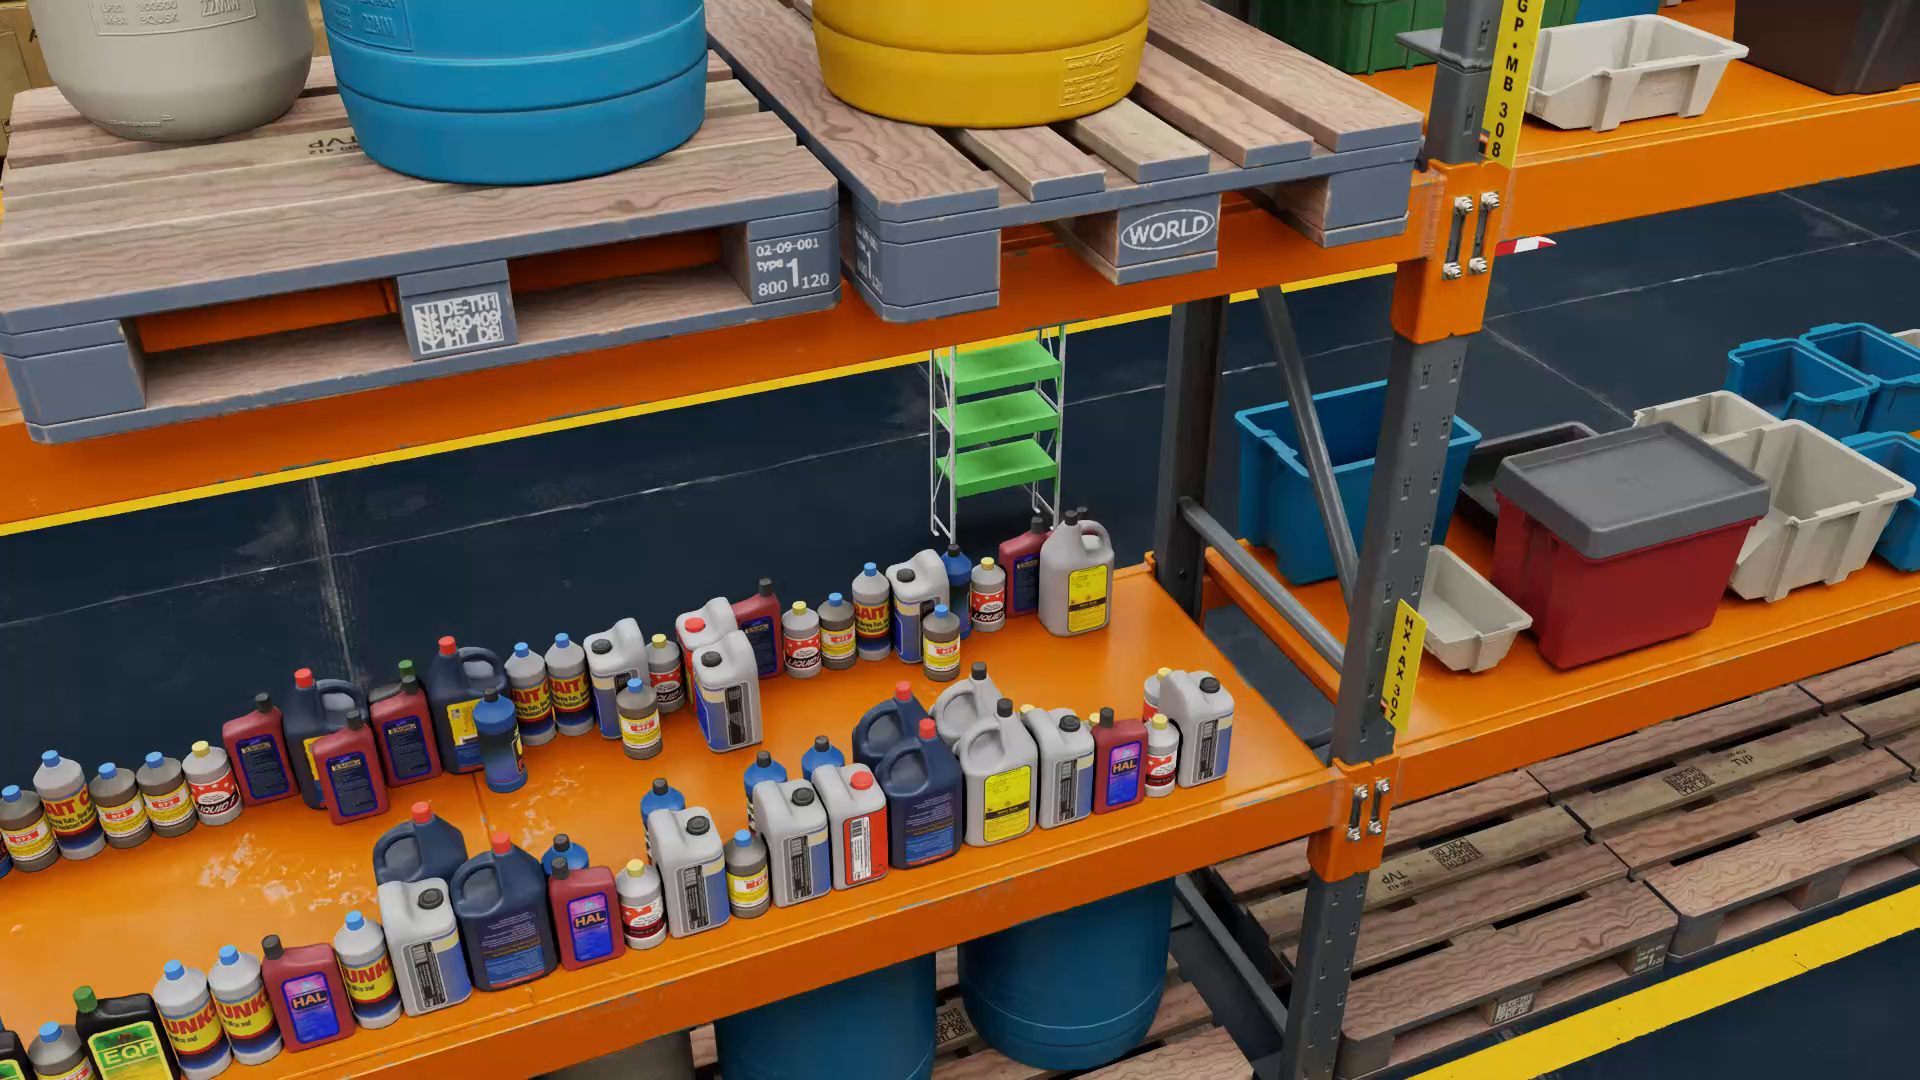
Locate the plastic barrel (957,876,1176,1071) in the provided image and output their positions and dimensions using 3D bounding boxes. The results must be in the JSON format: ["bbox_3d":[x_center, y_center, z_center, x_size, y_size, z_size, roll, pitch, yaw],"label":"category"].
[{"bbox_3d":[0.290,0.942,4.591,0.708,0.901,0.600,-13,35,-19],"label":"plastic barrel"}]

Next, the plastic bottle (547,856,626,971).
[{"bbox_3d":[-0.775,0.759,3.440,0.133,0.283,0.061,-13,35,-19],"label":"plastic bottle"}]

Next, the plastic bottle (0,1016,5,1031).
[{"bbox_3d":[-1.845,0.963,3.138,0.097,0.271,0.097,0,33,0],"label":"plastic bottle"}]

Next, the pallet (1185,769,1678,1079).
[{"bbox_3d":[1.462,1.126,5.326,1.213,0.211,1.003,-13,35,-19],"label":"pallet"}]

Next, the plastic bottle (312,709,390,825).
[{"bbox_3d":[-1.401,0.518,3.811,0.133,0.283,0.061,-13,35,-19],"label":"plastic bottle"}]

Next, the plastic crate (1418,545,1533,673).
[{"bbox_3d":[1.283,0.191,4.393,0.243,0.136,0.396,-13,35,-19],"label":"plastic crate"}]

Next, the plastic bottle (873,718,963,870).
[{"bbox_3d":[-0.093,0.550,3.699,0.185,0.351,0.144,-13,35,-19],"label":"plastic bottle"}]

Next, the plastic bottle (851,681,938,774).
[{"bbox_3d":[-0.148,0.478,3.811,0.185,0.351,0.144,-13,35,-19],"label":"plastic bottle"}]

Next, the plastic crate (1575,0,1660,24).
[{"bbox_3d":[1.515,-1.408,4.067,0.300,0.233,0.416,-13,35,-19],"label":"plastic crate"}]

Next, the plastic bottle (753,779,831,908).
[{"bbox_3d":[-0.365,0.642,3.627,0.135,0.276,0.152,-13,35,-19],"label":"plastic bottle"}]

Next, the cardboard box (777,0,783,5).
[{"bbox_3d":[-0.754,-2.636,8.459,0.500,0.500,0.500,-12,35,-18],"label":"cardboard box"}]

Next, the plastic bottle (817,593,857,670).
[{"bbox_3d":[-0.320,0.230,4.328,0.097,0.201,0.097,0,33,0],"label":"plastic bottle"}]

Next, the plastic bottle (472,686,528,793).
[{"bbox_3d":[-1.084,0.461,3.909,0.097,0.271,0.097,0,33,0],"label":"plastic bottle"}]

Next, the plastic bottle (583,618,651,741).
[{"bbox_3d":[-0.843,0.335,4.099,0.135,0.276,0.152,-13,35,-19],"label":"plastic bottle"}]

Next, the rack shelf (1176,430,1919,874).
[{"bbox_3d":[2.643,0.011,5.142,4.000,0.370,1.077,-13,35,-19],"label":"rack shelf"}]

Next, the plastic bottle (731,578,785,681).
[{"bbox_3d":[-0.523,0.231,4.251,0.133,0.283,0.061,-13,35,-19],"label":"plastic bottle"}]

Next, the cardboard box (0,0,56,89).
[{"bbox_3d":[-5.996,-3.370,11.264,0.750,0.750,0.750,-13,35,-20],"label":"cardboard box"}]

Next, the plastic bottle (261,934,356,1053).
[{"bbox_3d":[-1.282,0.876,3.261,0.133,0.283,0.061,-13,35,-19],"label":"plastic bottle"}]

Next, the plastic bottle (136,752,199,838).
[{"bbox_3d":[-1.817,0.573,3.802,0.097,0.201,0.097,0,33,0],"label":"plastic bottle"}]

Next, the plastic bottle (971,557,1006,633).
[{"bbox_3d":[0.073,0.140,4.467,0.097,0.201,0.097,0,33,0],"label":"plastic bottle"}]

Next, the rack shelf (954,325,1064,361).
[{"bbox_3d":[0.153,-0.887,6.750,0.480,0.148,0.258,-13,35,-19],"label":"rack shelf"}]

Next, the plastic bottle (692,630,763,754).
[{"bbox_3d":[-0.570,0.362,4.057,0.135,0.276,0.152,-13,35,-19],"label":"plastic bottle"}]

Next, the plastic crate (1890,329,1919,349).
[{"bbox_3d":[3.178,-0.571,5.564,0.298,0.136,0.250,-13,35,-19],"label":"plastic crate"}]

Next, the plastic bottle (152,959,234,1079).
[{"bbox_3d":[-1.485,0.916,3.209,0.097,0.271,0.097,0,33,0],"label":"plastic bottle"}]

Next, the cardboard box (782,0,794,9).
[{"bbox_3d":[-0.540,-2.372,8.054,0.500,0.500,0.500,-12,35,-18],"label":"cardboard box"}]

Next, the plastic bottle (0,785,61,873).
[{"bbox_3d":[-2.086,0.634,3.707,0.097,0.201,0.097,0,33,0],"label":"plastic bottle"}]

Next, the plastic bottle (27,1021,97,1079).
[{"bbox_3d":[-1.698,0.994,3.154,0.097,0.201,0.097,0,33,0],"label":"plastic bottle"}]

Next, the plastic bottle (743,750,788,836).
[{"bbox_3d":[-0.431,0.585,3.719,0.097,0.271,0.097,0,33,0],"label":"plastic bottle"}]

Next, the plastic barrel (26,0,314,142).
[{"bbox_3d":[-1.313,-0.964,2.721,0.433,0.535,0.433,0,33,0],"label":"plastic barrel"}]

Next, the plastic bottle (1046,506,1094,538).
[{"bbox_3d":[0.295,0.044,4.539,0.133,0.283,0.061,-13,35,-19],"label":"plastic bottle"}]

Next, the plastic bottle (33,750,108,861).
[{"bbox_3d":[-1.996,0.584,3.720,0.097,0.271,0.097,0,33,0],"label":"plastic bottle"}]

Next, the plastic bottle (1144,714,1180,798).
[{"bbox_3d":[0.464,0.499,3.915,0.097,0.201,0.097,0,33,0],"label":"plastic bottle"}]

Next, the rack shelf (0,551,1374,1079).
[{"bbox_3d":[-1.045,0.856,3.844,4.000,0.370,1.077,-13,35,-19],"label":"rack shelf"}]

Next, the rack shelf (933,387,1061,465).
[{"bbox_3d":[0.153,-0.484,7.011,0.480,0.148,0.258,-13,35,-19],"label":"rack shelf"}]

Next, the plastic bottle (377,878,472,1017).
[{"bbox_3d":[-1.087,0.807,3.373,0.135,0.276,0.152,-13,35,-19],"label":"plastic bottle"}]

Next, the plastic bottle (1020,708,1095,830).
[{"bbox_3d":[0.224,0.507,3.834,0.135,0.276,0.152,-13,35,-19],"label":"plastic bottle"}]

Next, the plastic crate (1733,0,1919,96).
[{"bbox_3d":[2.050,-1.195,3.706,0.590,0.269,0.497,-13,35,-19],"label":"plastic crate"}]

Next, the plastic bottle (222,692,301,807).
[{"bbox_3d":[-1.628,0.484,3.863,0.133,0.283,0.061,-13,35,-19],"label":"plastic bottle"}]

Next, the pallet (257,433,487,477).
[{"bbox_3d":[-2.977,-0.740,8.194,1.213,0.211,1.003,-13,35,-19],"label":"pallet"}]

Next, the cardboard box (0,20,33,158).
[{"bbox_3d":[-4.266,-1.923,6.978,0.500,0.500,0.700,-26,41,-34],"label":"cardboard box"}]

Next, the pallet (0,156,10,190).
[{"bbox_3d":[-4.206,-1.613,7.155,1.003,0.211,1.213,-13,35,-19],"label":"pallet"}]

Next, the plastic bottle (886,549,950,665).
[{"bbox_3d":[-0.113,0.167,4.356,0.135,0.276,0.152,-13,35,-19],"label":"plastic bottle"}]

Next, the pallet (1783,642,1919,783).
[{"bbox_3d":[3.711,0.611,6.118,1.213,0.211,1.003,-13,35,-19],"label":"pallet"}]

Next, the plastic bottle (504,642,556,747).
[{"bbox_3d":[-1.050,0.368,4.052,0.097,0.271,0.097,0,33,0],"label":"plastic bottle"}]

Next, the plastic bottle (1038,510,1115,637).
[{"bbox_3d":[0.311,0.072,4.433,0.185,0.351,0.144,-13,35,-19],"label":"plastic bottle"}]

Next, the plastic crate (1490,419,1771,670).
[{"bbox_3d":[1.719,0.018,4.359,0.583,0.464,0.402,-13,35,-19],"label":"plastic crate"}]

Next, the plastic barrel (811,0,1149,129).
[{"bbox_3d":[0.036,-1.086,2.860,0.600,0.588,0.600,0,33,0],"label":"plastic barrel"}]

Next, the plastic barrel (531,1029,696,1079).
[{"bbox_3d":[-0.918,1.329,4.354,0.421,0.512,0.421,0,33,0],"label":"plastic barrel"}]

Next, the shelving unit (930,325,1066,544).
[{"bbox_3d":[0.153,-0.538,6.976,0.503,1.200,0.258,-13,35,-19],"label":"shelving unit"}]

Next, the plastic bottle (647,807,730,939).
[{"bbox_3d":[-0.579,0.691,3.552,0.135,0.276,0.152,-13,35,-19],"label":"plastic bottle"}]

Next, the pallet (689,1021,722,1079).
[{"bbox_3d":[-1.055,1.702,4.440,1.213,0.211,1.003,-13,35,-19],"label":"pallet"}]

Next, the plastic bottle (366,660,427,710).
[{"bbox_3d":[-1.334,0.417,3.966,0.133,0.283,0.061,-13,35,-19],"label":"plastic bottle"}]

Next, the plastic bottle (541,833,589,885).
[{"bbox_3d":[-0.822,0.728,3.498,0.097,0.271,0.097,0,33,0],"label":"plastic bottle"}]

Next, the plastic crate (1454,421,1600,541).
[{"bbox_3d":[1.727,-0.149,4.926,0.590,0.125,0.437,-13,35,-19],"label":"plastic crate"}]

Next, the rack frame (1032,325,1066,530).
[{"bbox_3d":[0.378,-0.589,7.056,0.015,1.200,0.240,-13,35,-19],"label":"rack frame"}]

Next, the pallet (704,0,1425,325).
[{"bbox_3d":[0.114,-0.832,3.200,1.003,0.211,1.213,-13,35,-19],"label":"pallet"}]

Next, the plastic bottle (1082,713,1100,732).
[{"bbox_3d":[0.318,0.497,3.918,0.097,0.201,0.097,0,33,0],"label":"plastic bottle"}]

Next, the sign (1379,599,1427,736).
[{"bbox_3d":[1.010,0.293,3.796,0.005,0.325,0.100,-13,35,-19],"label":"sign"}]

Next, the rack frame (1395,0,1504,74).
[{"bbox_3d":[0.799,-2.383,2.661,0.127,3.000,1.000,-13,35,-19],"label":"rack frame"}]

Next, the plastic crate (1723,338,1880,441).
[{"bbox_3d":[2.641,-0.440,5.274,0.300,0.233,0.416,-13,35,-19],"label":"plastic crate"}]
